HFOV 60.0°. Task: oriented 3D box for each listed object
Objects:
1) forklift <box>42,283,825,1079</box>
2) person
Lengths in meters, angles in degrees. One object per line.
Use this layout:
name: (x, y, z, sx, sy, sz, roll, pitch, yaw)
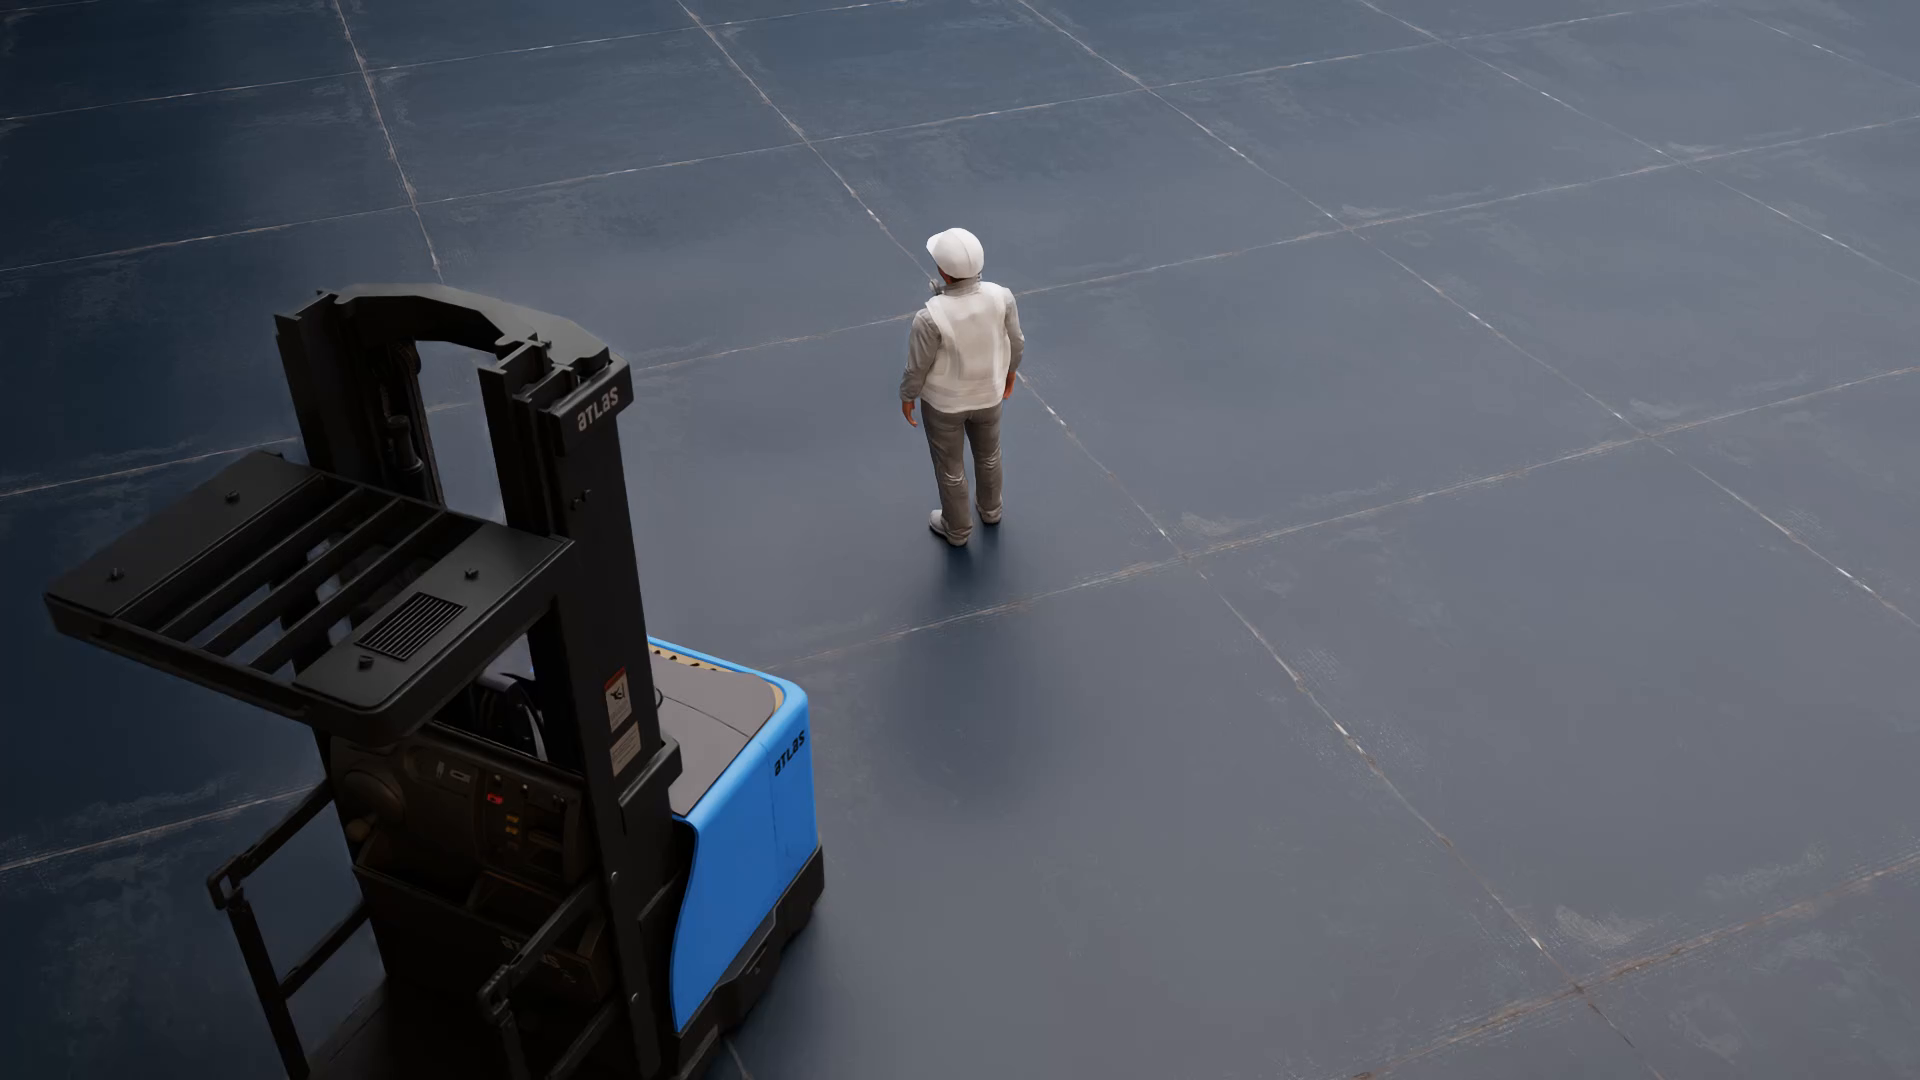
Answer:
forklift: (-1.622, 0.864, 4.884, 1.130, 2.935, 3.031, 15, 38, 20)
person: (-0.017, -0.764, 8.158, 0.632, 1.773, 0.568, -14, 38, -19)
